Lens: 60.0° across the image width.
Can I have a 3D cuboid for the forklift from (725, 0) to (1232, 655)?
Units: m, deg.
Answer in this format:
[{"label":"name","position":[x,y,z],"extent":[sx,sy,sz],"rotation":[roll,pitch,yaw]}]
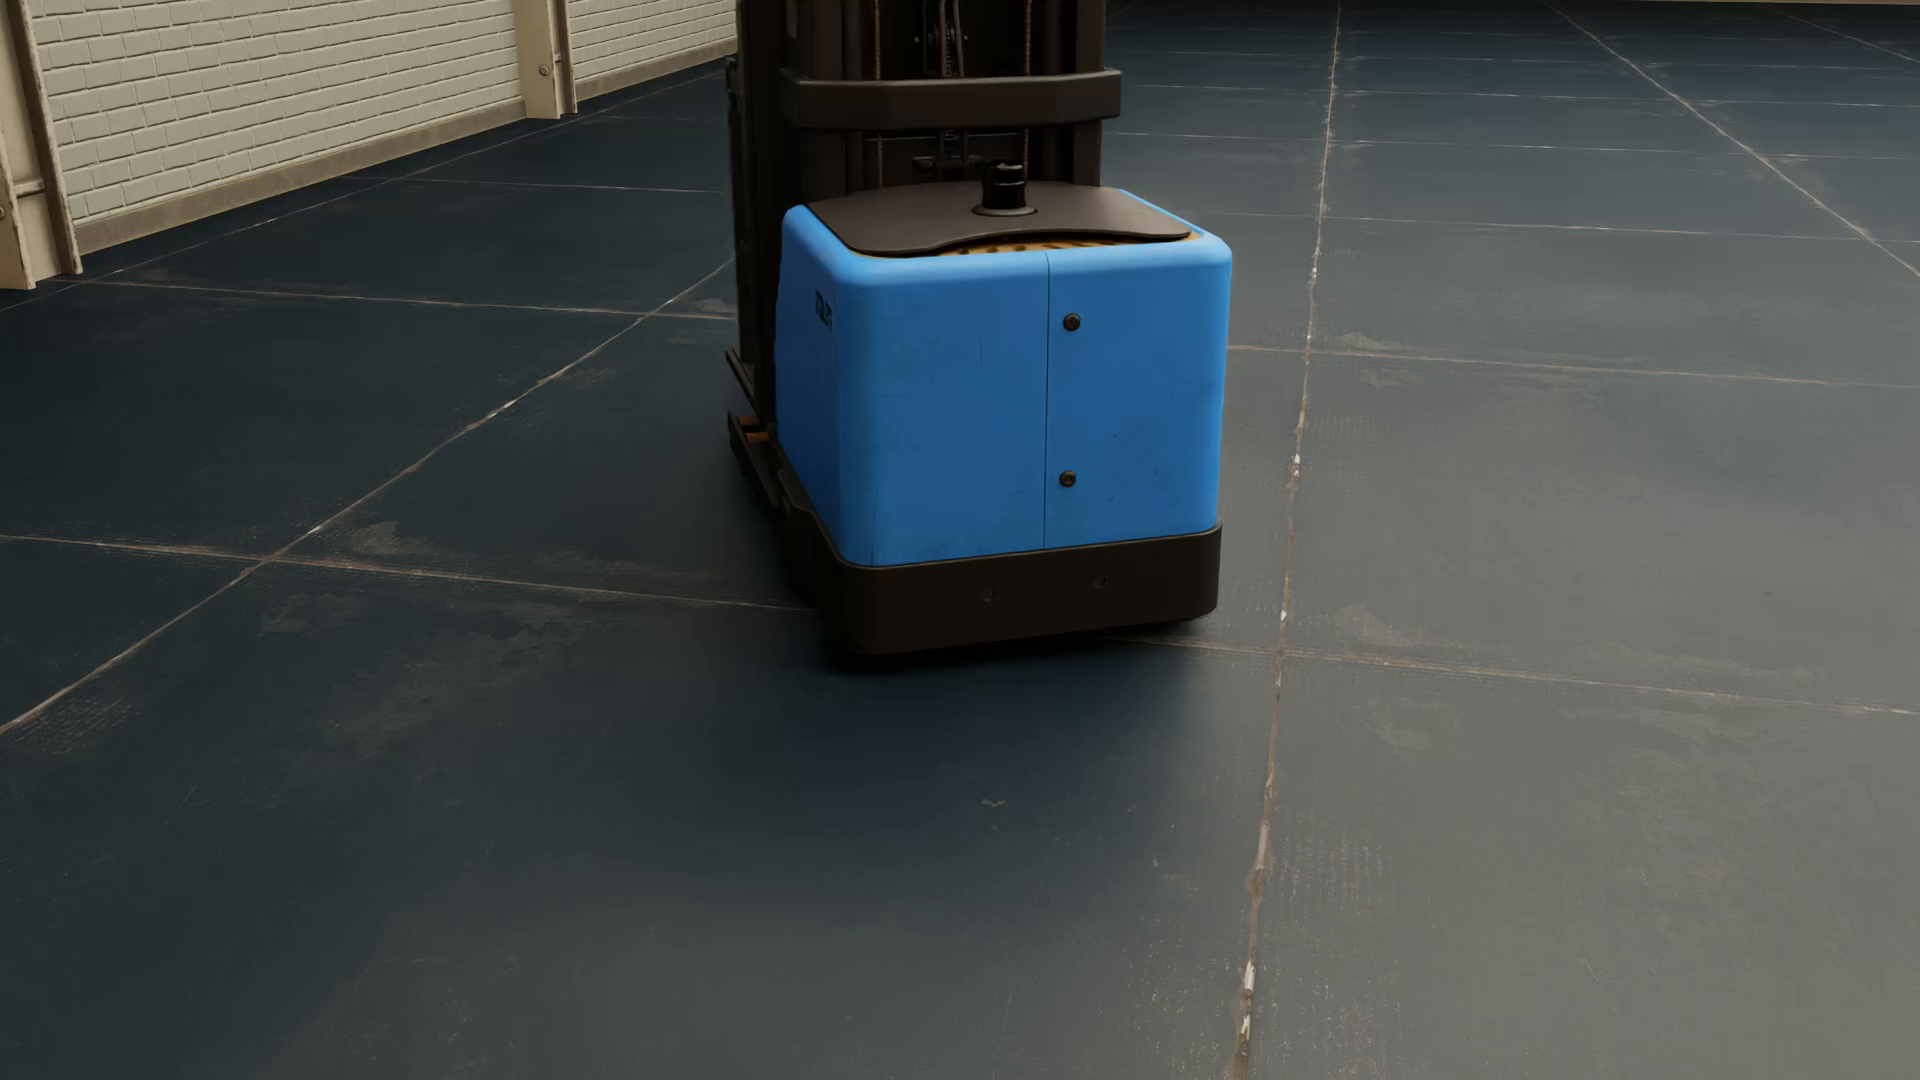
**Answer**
[{"label":"forklift","position":[-0.184,-1.591,5.169],"extent":[1.130,2.935,3.031],"rotation":[-6,23,-14]}]
